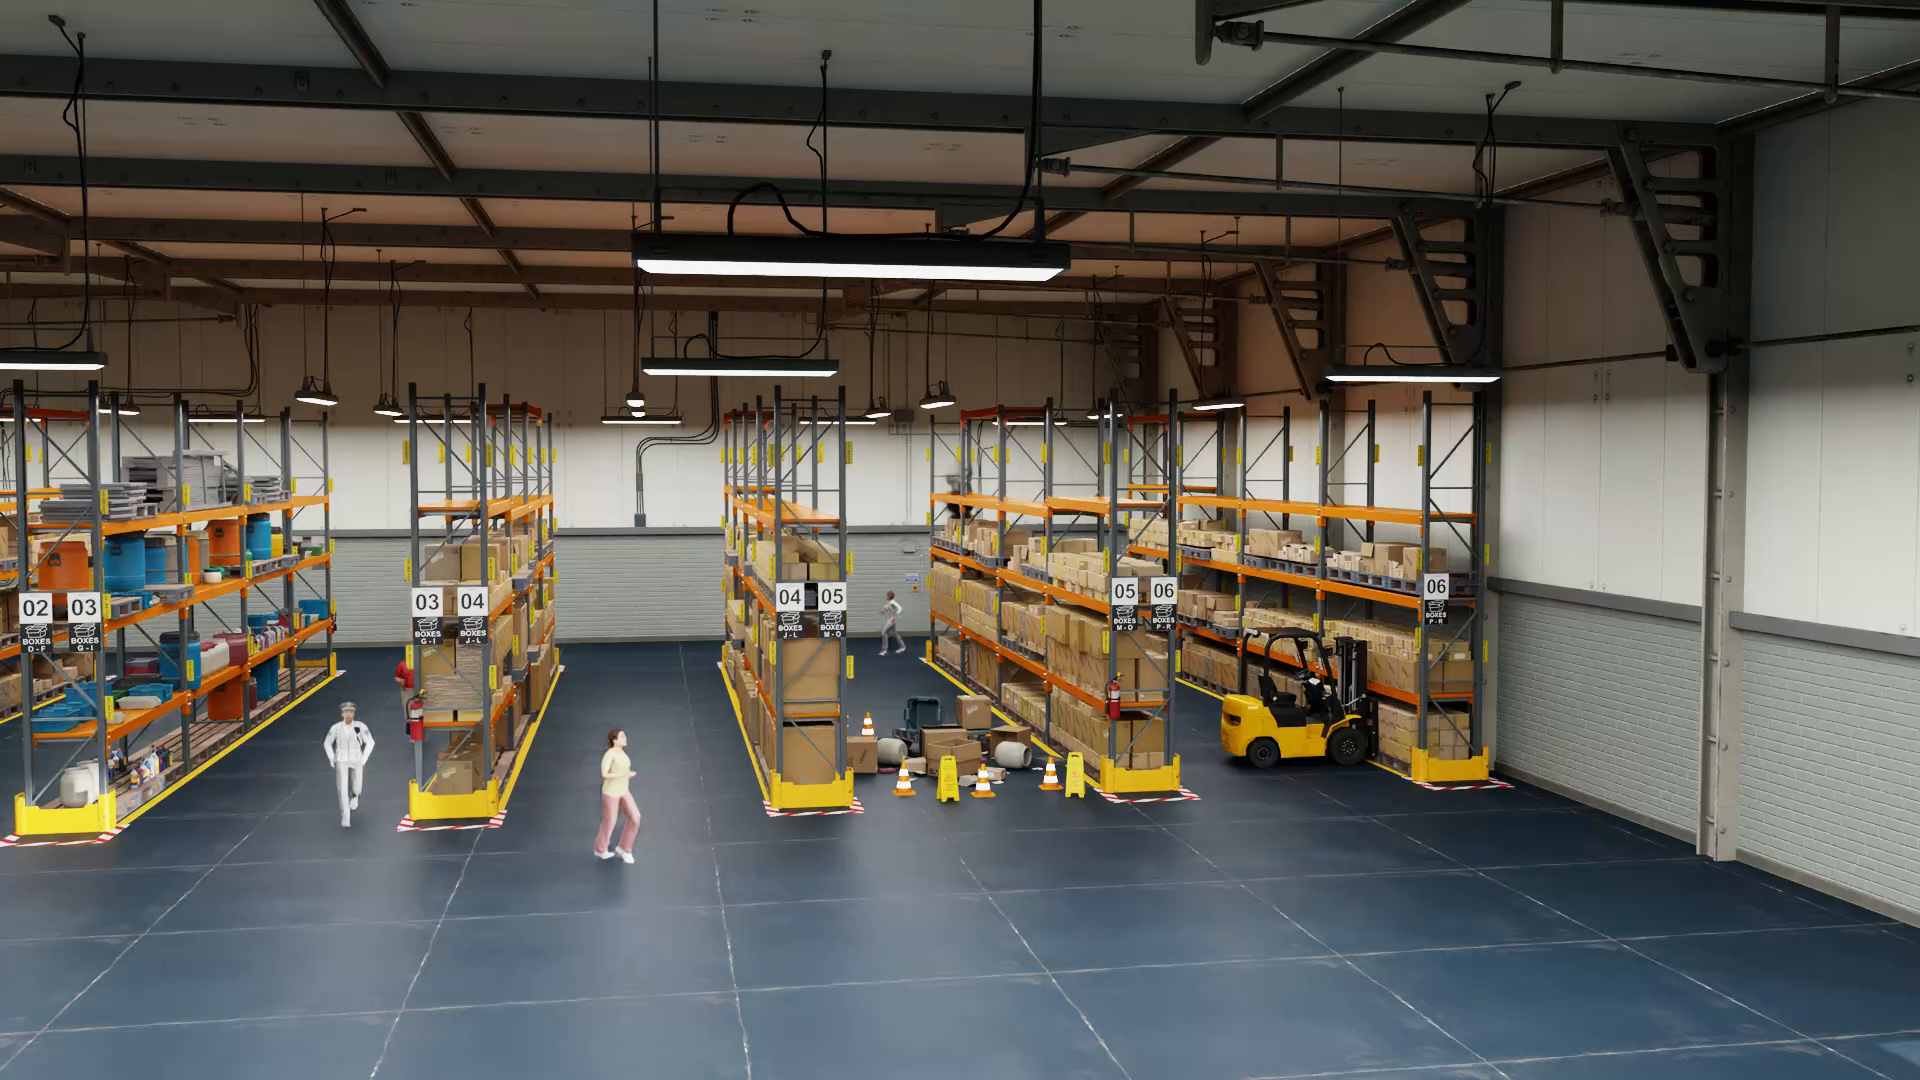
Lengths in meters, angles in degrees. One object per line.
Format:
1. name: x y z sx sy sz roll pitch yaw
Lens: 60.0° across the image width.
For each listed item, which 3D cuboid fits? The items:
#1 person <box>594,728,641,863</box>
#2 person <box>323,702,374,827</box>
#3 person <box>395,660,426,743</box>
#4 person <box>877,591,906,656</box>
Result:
1. person: -4.228 3.148 20.378 0.694 1.710 0.546 1 3 24
2. person: -8.357 3.033 22.748 0.654 1.673 0.714 -1 3 -19
3. person: -9.452 2.695 28.793 0.648 1.708 0.621 -1 3 -15
4. person: -1.706 2.085 41.594 0.732 1.636 0.552 0 3 -8
